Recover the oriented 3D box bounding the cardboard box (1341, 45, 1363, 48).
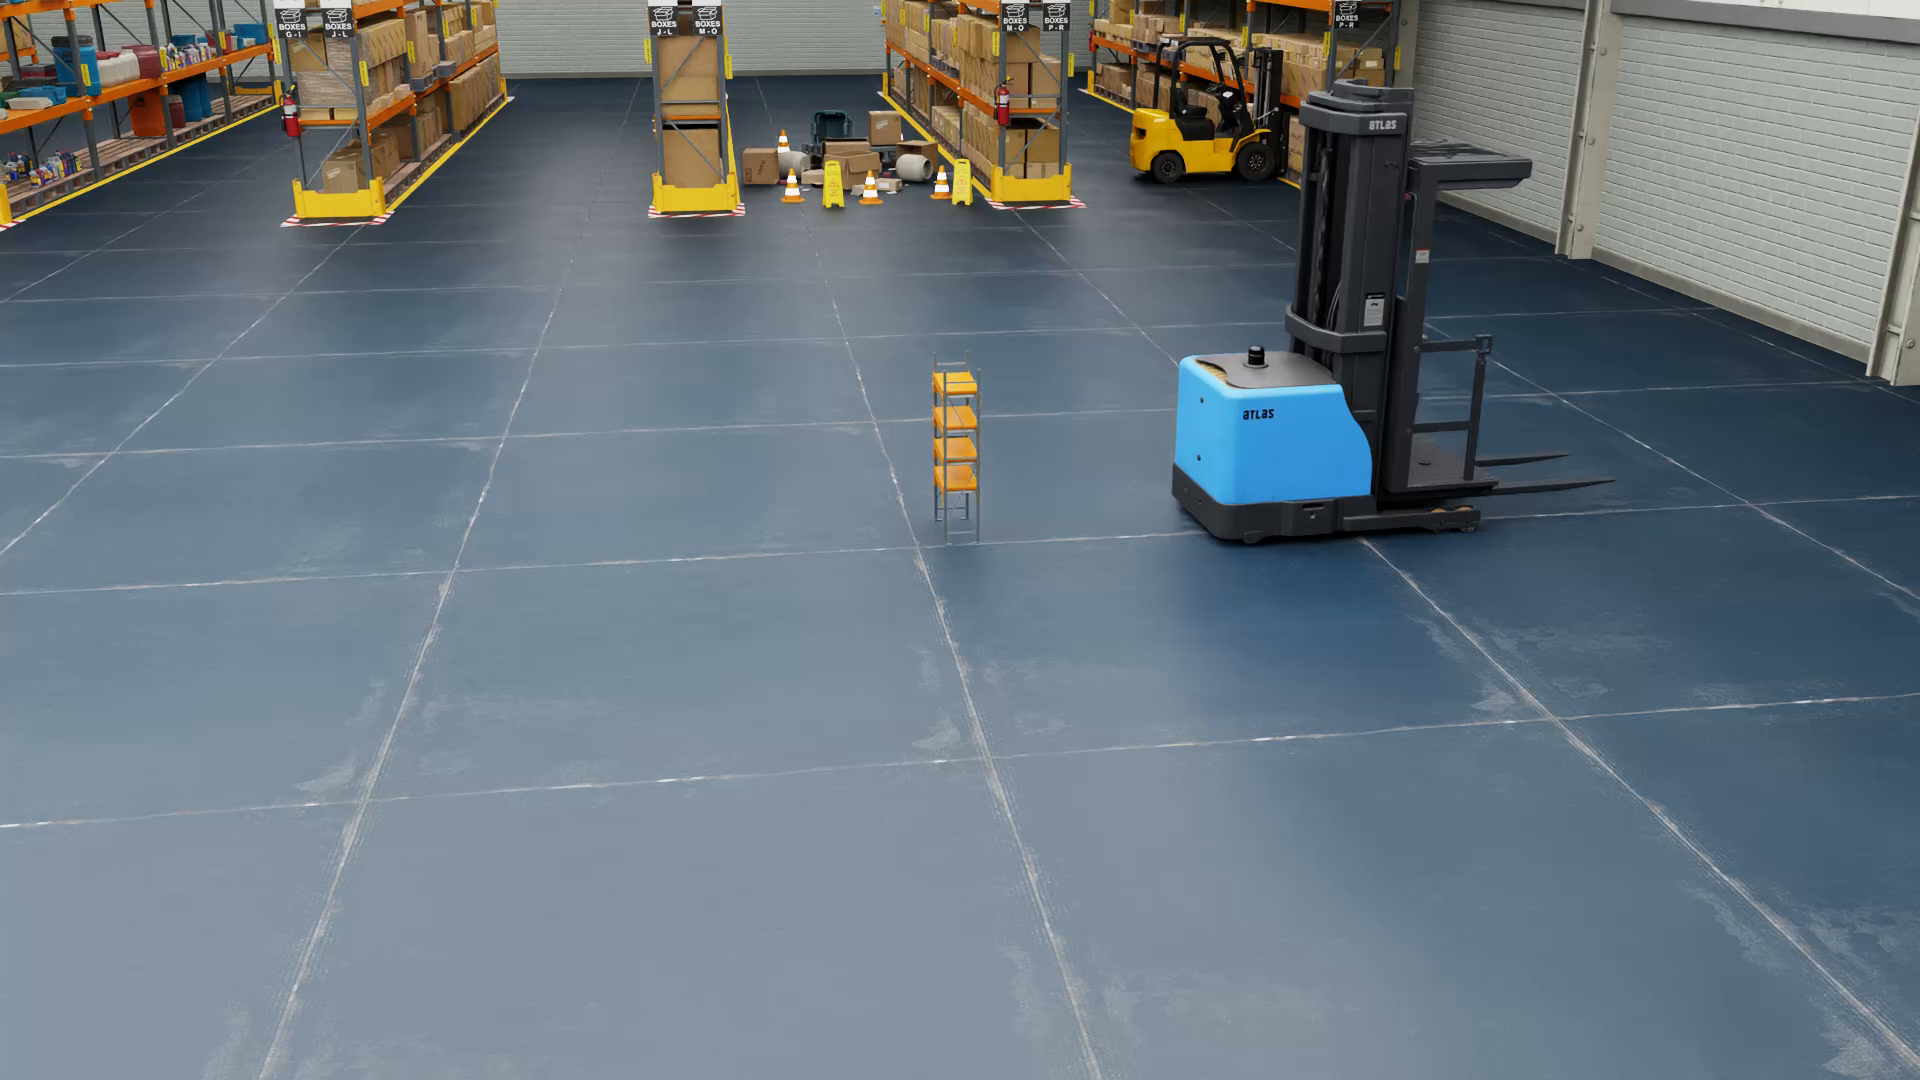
[{"bbox_3d":[6.087,-7.533,25.603,0.380,0.149,0.250,-3,21,-7],"label":"cardboard box"}]

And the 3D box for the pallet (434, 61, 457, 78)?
[{"bbox_3d":[-9.683,-8.420,29.747,1.213,0.211,1.003,-3,21,-8],"label":"pallet"}]

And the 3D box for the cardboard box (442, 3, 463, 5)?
[{"bbox_3d":[-11.089,-11.410,36.195,0.500,0.500,0.500,-3,21,-9],"label":"cardboard box"}]

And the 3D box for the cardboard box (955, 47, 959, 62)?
[{"bbox_3d":[0.199,-8.398,28.245,0.500,0.500,0.500,-3,21,-9],"label":"cardboard box"}]

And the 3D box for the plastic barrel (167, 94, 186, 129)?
[{"bbox_3d":[-15.042,-8.128,31.538,0.600,0.588,0.708,-3,21,-8],"label":"plastic barrel"}]

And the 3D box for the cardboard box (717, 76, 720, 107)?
[{"bbox_3d":[-3.970,-6.783,24.875,0.875,0.550,0.550,-3,21,-8],"label":"cardboard box"}]

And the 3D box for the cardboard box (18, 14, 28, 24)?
[{"bbox_3d":[-20.511,-11.398,35.874,0.500,0.500,0.500,-3,21,-8],"label":"cardboard box"}]

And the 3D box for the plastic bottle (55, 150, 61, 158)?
[{"bbox_3d":[-13.980,-5.866,25.792,0.144,0.351,0.185,-3,21,-8],"label":"plastic bottle"}]

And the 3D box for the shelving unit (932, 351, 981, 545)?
[{"bbox_3d":[-0.024,-0.619,11.160,0.258,1.200,0.503,-3,21,-8],"label":"shelving unit"}]

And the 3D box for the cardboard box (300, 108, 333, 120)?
[{"bbox_3d":[-8.983,-5.952,23.224,0.380,0.149,0.250,-3,21,-8],"label":"cardboard box"}]

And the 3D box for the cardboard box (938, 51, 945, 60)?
[{"bbox_3d":[-0.201,-8.915,30.558,0.380,0.149,0.250,-3,21,-7],"label":"cardboard box"}]

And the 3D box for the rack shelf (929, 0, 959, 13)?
[{"bbox_3d":[0.204,-9.627,29.445,1.077,0.370,4.000,-3,21,-8],"label":"rack shelf"}]

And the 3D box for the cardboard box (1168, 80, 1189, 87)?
[{"bbox_3d":[4.448,-9.271,33.796,0.380,0.149,0.250,-2,21,-6],"label":"cardboard box"}]

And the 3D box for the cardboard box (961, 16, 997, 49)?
[{"bbox_3d":[0.393,-8.180,26.832,0.700,0.500,0.500,-3,21,-7],"label":"cardboard box"}]

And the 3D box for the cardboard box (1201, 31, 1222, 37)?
[{"bbox_3d":[4.734,-9.458,31.183,0.380,0.149,0.250,-3,21,-7],"label":"cardboard box"}]

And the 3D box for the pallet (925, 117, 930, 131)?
[{"bbox_3d":[-0.123,-8.222,32.927,1.003,0.211,1.213,-3,21,-8],"label":"pallet"}]

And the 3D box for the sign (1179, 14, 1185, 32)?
[{"bbox_3d":[4.291,-9.977,32.101,0.100,0.325,0.005,-3,21,-8],"label":"sign"}]

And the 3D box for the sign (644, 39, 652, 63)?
[{"bbox_3d":[-4.354,-6.827,23.216,0.100,0.325,0.005,-3,21,-8],"label":"sign"}]

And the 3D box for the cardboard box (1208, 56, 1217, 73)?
[{"bbox_3d":[4.871,-8.735,30.529,0.500,0.250,0.500,-2,21,-6],"label":"cardboard box"}]

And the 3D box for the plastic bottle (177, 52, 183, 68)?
[{"bbox_3d":[-14.656,-9.015,31.234,0.061,0.283,0.133,-3,21,-8],"label":"plastic bottle"}]

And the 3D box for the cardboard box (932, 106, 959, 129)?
[{"bbox_3d":[-0.013,-8.021,31.560,0.950,0.372,0.625,-4,21,-11],"label":"cardboard box"}]

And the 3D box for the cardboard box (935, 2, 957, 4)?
[{"bbox_3d":[-0.266,-10.831,34.355,0.500,0.500,0.500,-3,21,-7],"label":"cardboard box"}]

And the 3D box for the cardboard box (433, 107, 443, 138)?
[{"bbox_3d":[-9.774,-7.555,30.102,0.700,0.500,0.500,-4,21,-11],"label":"cardboard box"}]

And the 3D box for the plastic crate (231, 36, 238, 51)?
[{"bbox_3d":[-15.406,-10.397,34.850,0.437,0.282,0.530,-3,21,-8],"label":"plastic crate"}]

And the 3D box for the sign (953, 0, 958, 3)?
[{"bbox_3d":[-0.058,-14.483,44.527,0.339,0.242,0.001,-3,21,-8],"label":"sign"}]

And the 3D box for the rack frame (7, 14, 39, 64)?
[{"bbox_3d":[-20.847,-11.023,36.442,1.000,3.000,0.127,-3,21,-8],"label":"rack frame"}]

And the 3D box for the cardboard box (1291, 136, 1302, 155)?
[{"bbox_3d":[5.539,-6.203,26.152,0.500,0.250,0.500,-3,21,-8],"label":"cardboard box"}]

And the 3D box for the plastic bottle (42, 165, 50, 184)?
[{"bbox_3d":[-13.656,-5.456,24.809,0.097,0.271,0.097,0,20,0],"label":"plastic bottle"}]

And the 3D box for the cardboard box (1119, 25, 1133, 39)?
[{"bbox_3d":[3.849,-11.294,36.956,0.500,0.250,0.500,-3,21,-8],"label":"cardboard box"}]

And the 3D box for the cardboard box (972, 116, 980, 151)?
[{"bbox_3d":[0.472,-6.544,26.708,0.500,0.500,0.500,-2,21,-5],"label":"cardboard box"}]

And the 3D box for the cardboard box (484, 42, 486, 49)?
[{"bbox_3d":[-10.368,-10.587,35.633,0.380,0.149,0.250,-3,21,-7],"label":"cardboard box"}]

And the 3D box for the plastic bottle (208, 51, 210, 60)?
[{"bbox_3d":[-14.948,-9.634,33.009,0.097,0.201,0.097,0,20,0],"label":"plastic bottle"}]

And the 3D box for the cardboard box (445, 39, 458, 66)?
[{"bbox_3d":[-9.768,-9.159,31.308,0.500,0.500,0.500,-3,21,-9],"label":"cardboard box"}]

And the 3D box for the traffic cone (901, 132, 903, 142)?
[{"bbox_3d":[-1.072,-7.037,29.395,0.336,0.463,0.334,-3,21,-8],"label":"traffic cone"}]

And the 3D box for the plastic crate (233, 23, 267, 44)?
[{"bbox_3d":[-15.712,-11.210,36.805,0.616,0.435,0.499,-3,21,-8],"label":"plastic crate"}]

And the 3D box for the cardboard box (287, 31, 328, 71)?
[{"bbox_3d":[-9.061,-6.814,23.176,0.500,0.500,0.500,-3,21,-8],"label":"cardboard box"}]

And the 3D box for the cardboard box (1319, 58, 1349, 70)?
[{"bbox_3d":[5.653,-7.190,25.109,0.380,0.149,0.250,-3,21,-7],"label":"cardboard box"}]

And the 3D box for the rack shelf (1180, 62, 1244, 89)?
[{"bbox_3d":[5.115,-8.473,30.644,1.077,0.370,4.000,-3,21,-8],"label":"rack shelf"}]

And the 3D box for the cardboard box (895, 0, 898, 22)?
[{"bbox_3d":[-1.150,-11.653,36.556,0.500,0.500,0.500,-3,21,-7],"label":"cardboard box"}]

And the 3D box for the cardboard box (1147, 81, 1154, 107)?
[{"bbox_3d":[4.252,-9.378,35.010,0.500,0.500,0.500,-4,21,-9],"label":"cardboard box"}]

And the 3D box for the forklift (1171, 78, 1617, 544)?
[{"bbox_3d":[3.084,-1.593,11.293,3.031,2.935,1.130,-4,21,-11],"label":"forklift"}]

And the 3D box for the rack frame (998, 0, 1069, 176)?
[{"bbox_3d":[1.069,-6.481,24.282,1.000,3.000,0.127,-3,21,-8],"label":"rack frame"}]

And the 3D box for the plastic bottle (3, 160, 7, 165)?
[{"bbox_3d":[-14.500,-5.625,25.244,0.061,0.283,0.133,-2,21,-5],"label":"plastic bottle"}]

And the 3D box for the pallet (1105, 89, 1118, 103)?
[{"bbox_3d":[3.973,-10.242,38.338,1.003,0.211,1.213,-3,21,-8],"label":"pallet"}]

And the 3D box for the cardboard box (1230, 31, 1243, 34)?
[{"bbox_3d":[5.304,-9.492,31.273,0.380,0.149,0.250,-3,21,-9],"label":"cardboard box"}]

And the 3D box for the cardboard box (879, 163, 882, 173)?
[{"bbox_3d":[-1.514,-6.195,27.424,0.396,0.266,0.258,17,27,39],"label":"cardboard box"}]

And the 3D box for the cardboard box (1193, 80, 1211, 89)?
[{"bbox_3d":[4.933,-9.204,33.618,0.380,0.149,0.250,-3,21,-7],"label":"cardboard box"}]

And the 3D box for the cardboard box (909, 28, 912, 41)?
[{"bbox_3d":[-0.774,-10.454,34.420,0.500,0.250,0.500,-3,21,-7],"label":"cardboard box"}]

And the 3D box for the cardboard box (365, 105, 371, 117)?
[{"bbox_3d":[-8.560,-6.062,23.519,0.380,0.149,0.250,-3,21,-8],"label":"cardboard box"}]

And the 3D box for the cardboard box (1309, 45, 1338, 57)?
[{"bbox_3d":[5.589,-7.509,25.540,0.380,0.149,0.250,-2,21,-7],"label":"cardboard box"}]

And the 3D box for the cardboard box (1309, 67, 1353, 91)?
[{"bbox_3d":[5.649,-6.937,25.359,0.500,0.500,0.500,-3,21,-9],"label":"cardboard box"}]
